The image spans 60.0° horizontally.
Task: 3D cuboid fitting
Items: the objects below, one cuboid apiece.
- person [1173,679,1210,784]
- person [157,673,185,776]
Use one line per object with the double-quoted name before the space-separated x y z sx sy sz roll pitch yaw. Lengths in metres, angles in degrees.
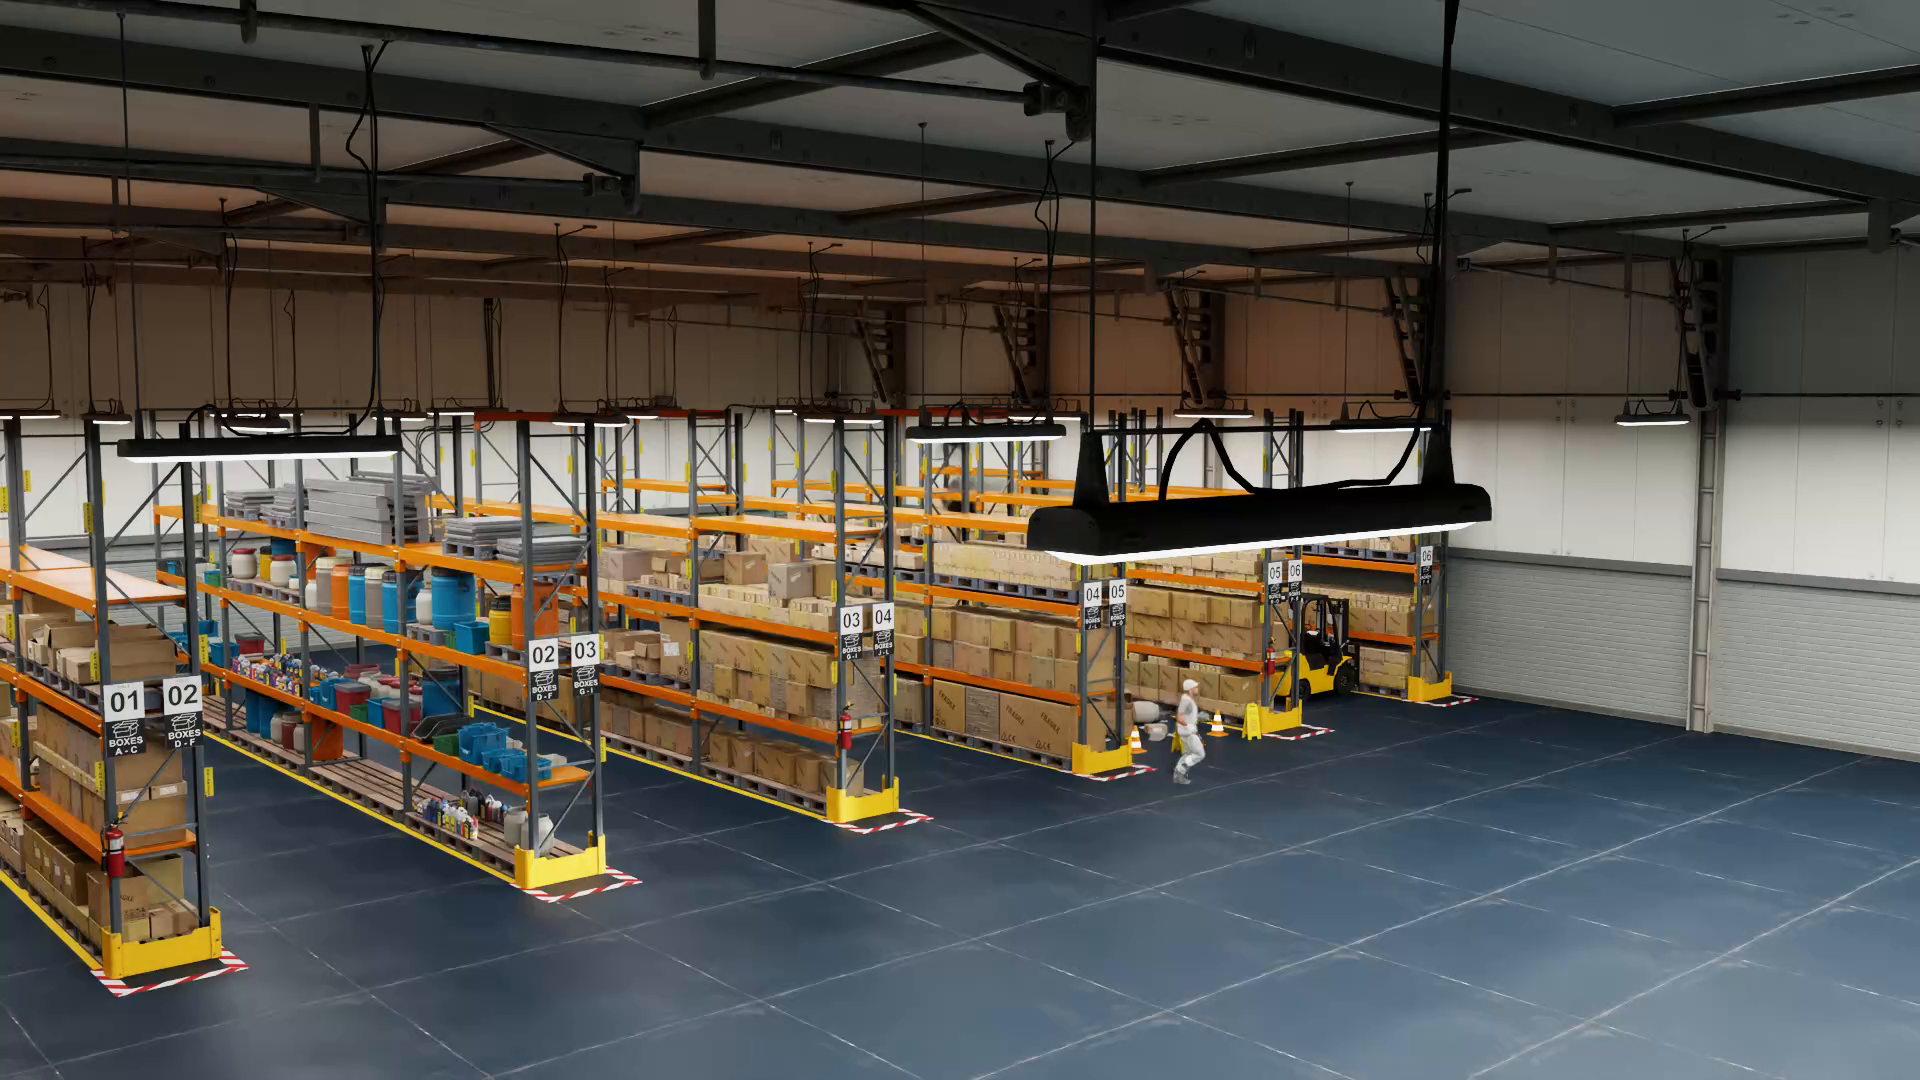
"person" 3.747 3.107 26.829 0.598 1.739 0.670 0 5 5
"person" -13.251 3.055 27.827 0.918 1.731 0.599 4 6 38
